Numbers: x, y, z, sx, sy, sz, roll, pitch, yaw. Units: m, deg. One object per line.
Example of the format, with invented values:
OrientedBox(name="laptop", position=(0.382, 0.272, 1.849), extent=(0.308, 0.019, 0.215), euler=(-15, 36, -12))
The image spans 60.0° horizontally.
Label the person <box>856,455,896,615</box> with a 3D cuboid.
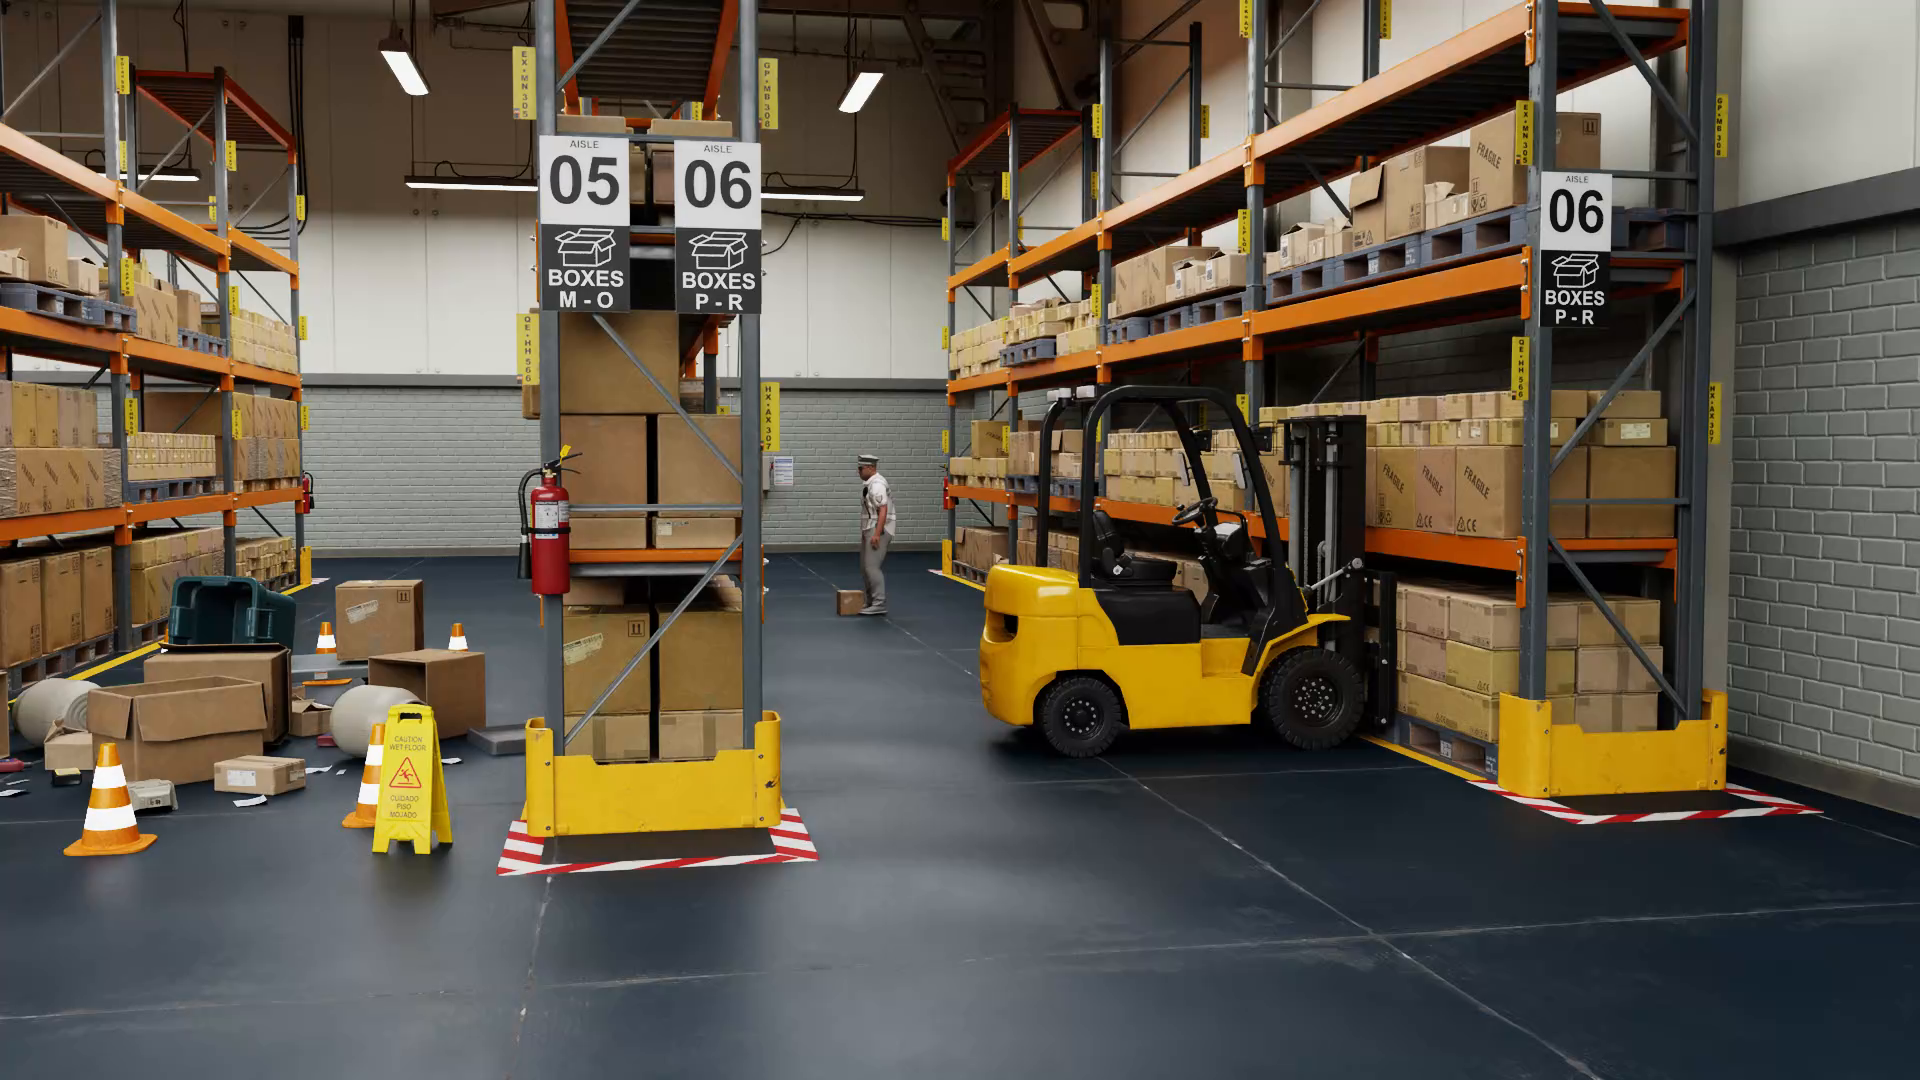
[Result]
OrientedBox(name="person", position=(-0.938, -0.066, 18.285), extent=(0.437, 1.747, 0.601), euler=(-1, 3, -15))
